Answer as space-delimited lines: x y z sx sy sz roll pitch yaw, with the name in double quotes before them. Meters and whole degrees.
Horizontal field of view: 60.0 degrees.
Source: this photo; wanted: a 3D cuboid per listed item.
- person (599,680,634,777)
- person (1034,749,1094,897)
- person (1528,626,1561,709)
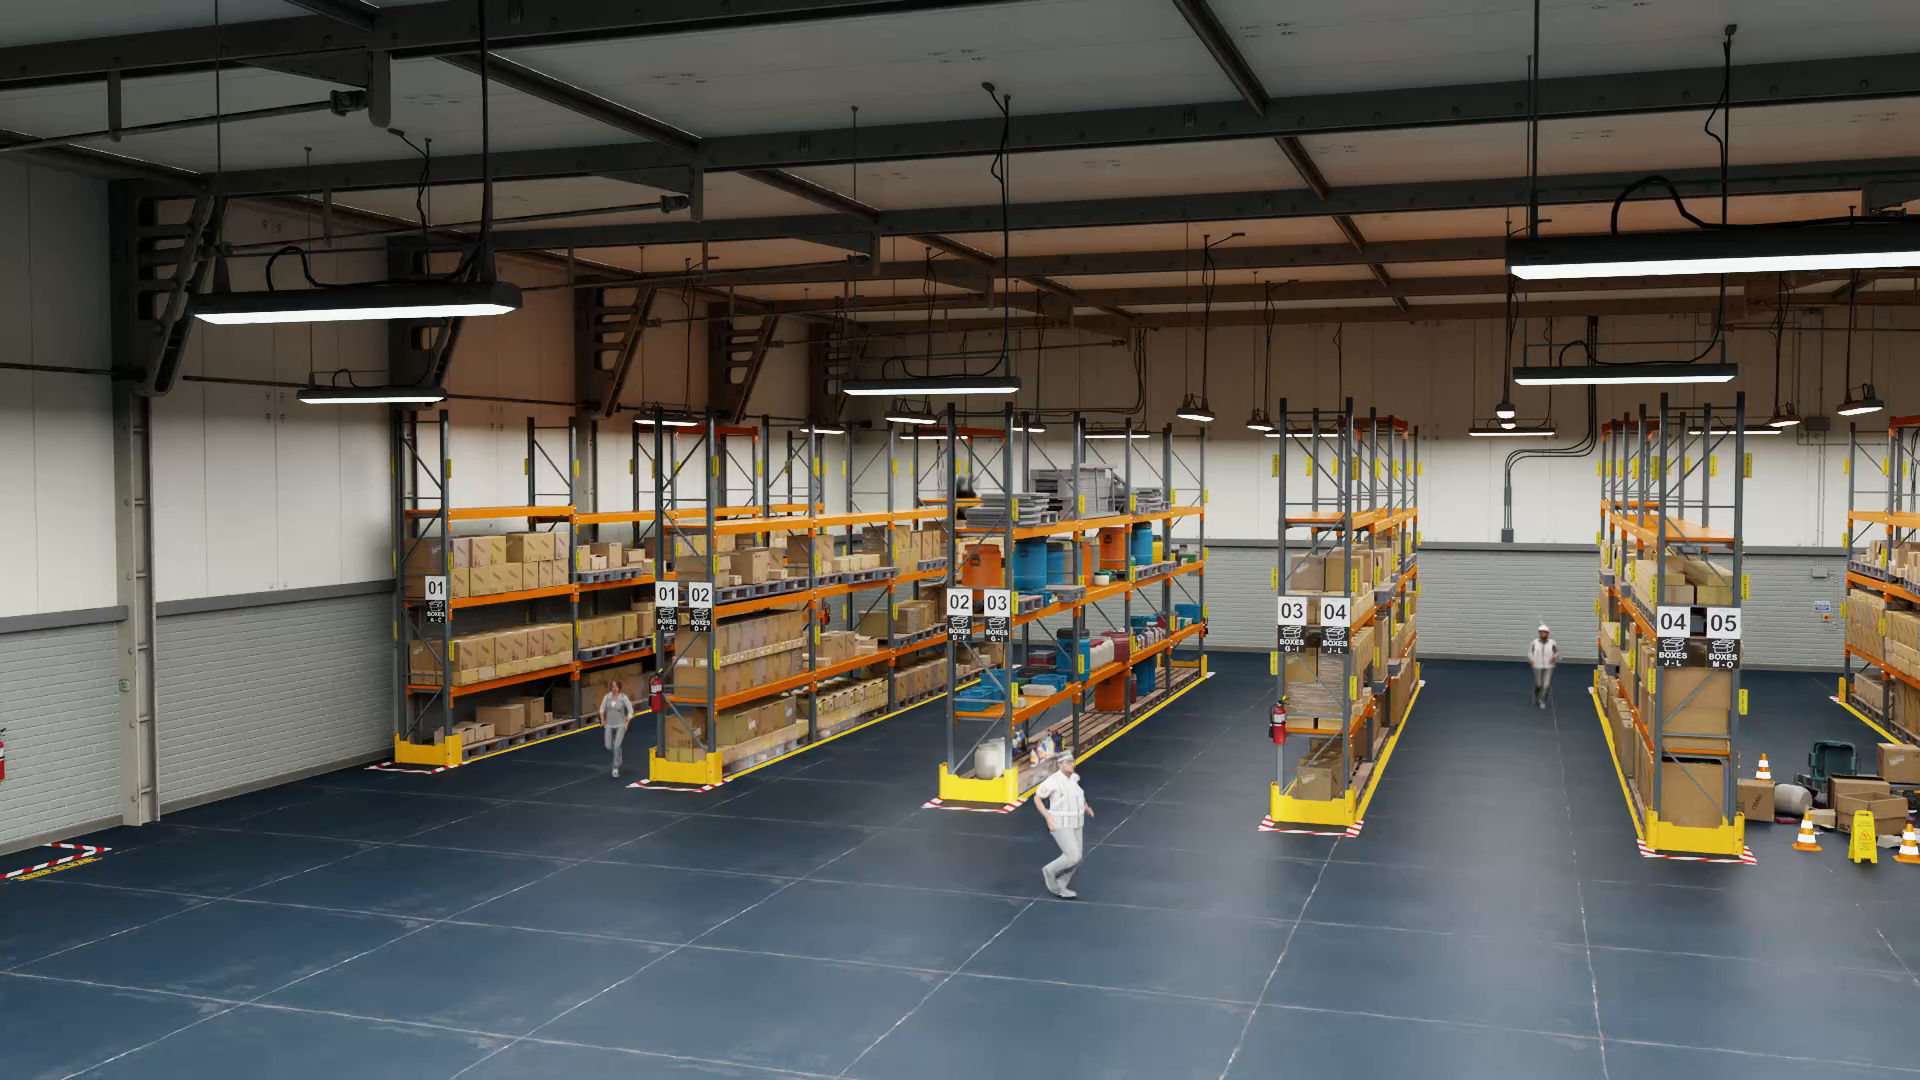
"person" -5.637 3.067 27.254 0.573 1.570 0.509 0 2 5
"person" 1.276 3.300 19.325 0.590 1.729 0.664 2 3 44
"person" 12.145 2.653 34.648 0.598 1.741 0.604 1 3 20
